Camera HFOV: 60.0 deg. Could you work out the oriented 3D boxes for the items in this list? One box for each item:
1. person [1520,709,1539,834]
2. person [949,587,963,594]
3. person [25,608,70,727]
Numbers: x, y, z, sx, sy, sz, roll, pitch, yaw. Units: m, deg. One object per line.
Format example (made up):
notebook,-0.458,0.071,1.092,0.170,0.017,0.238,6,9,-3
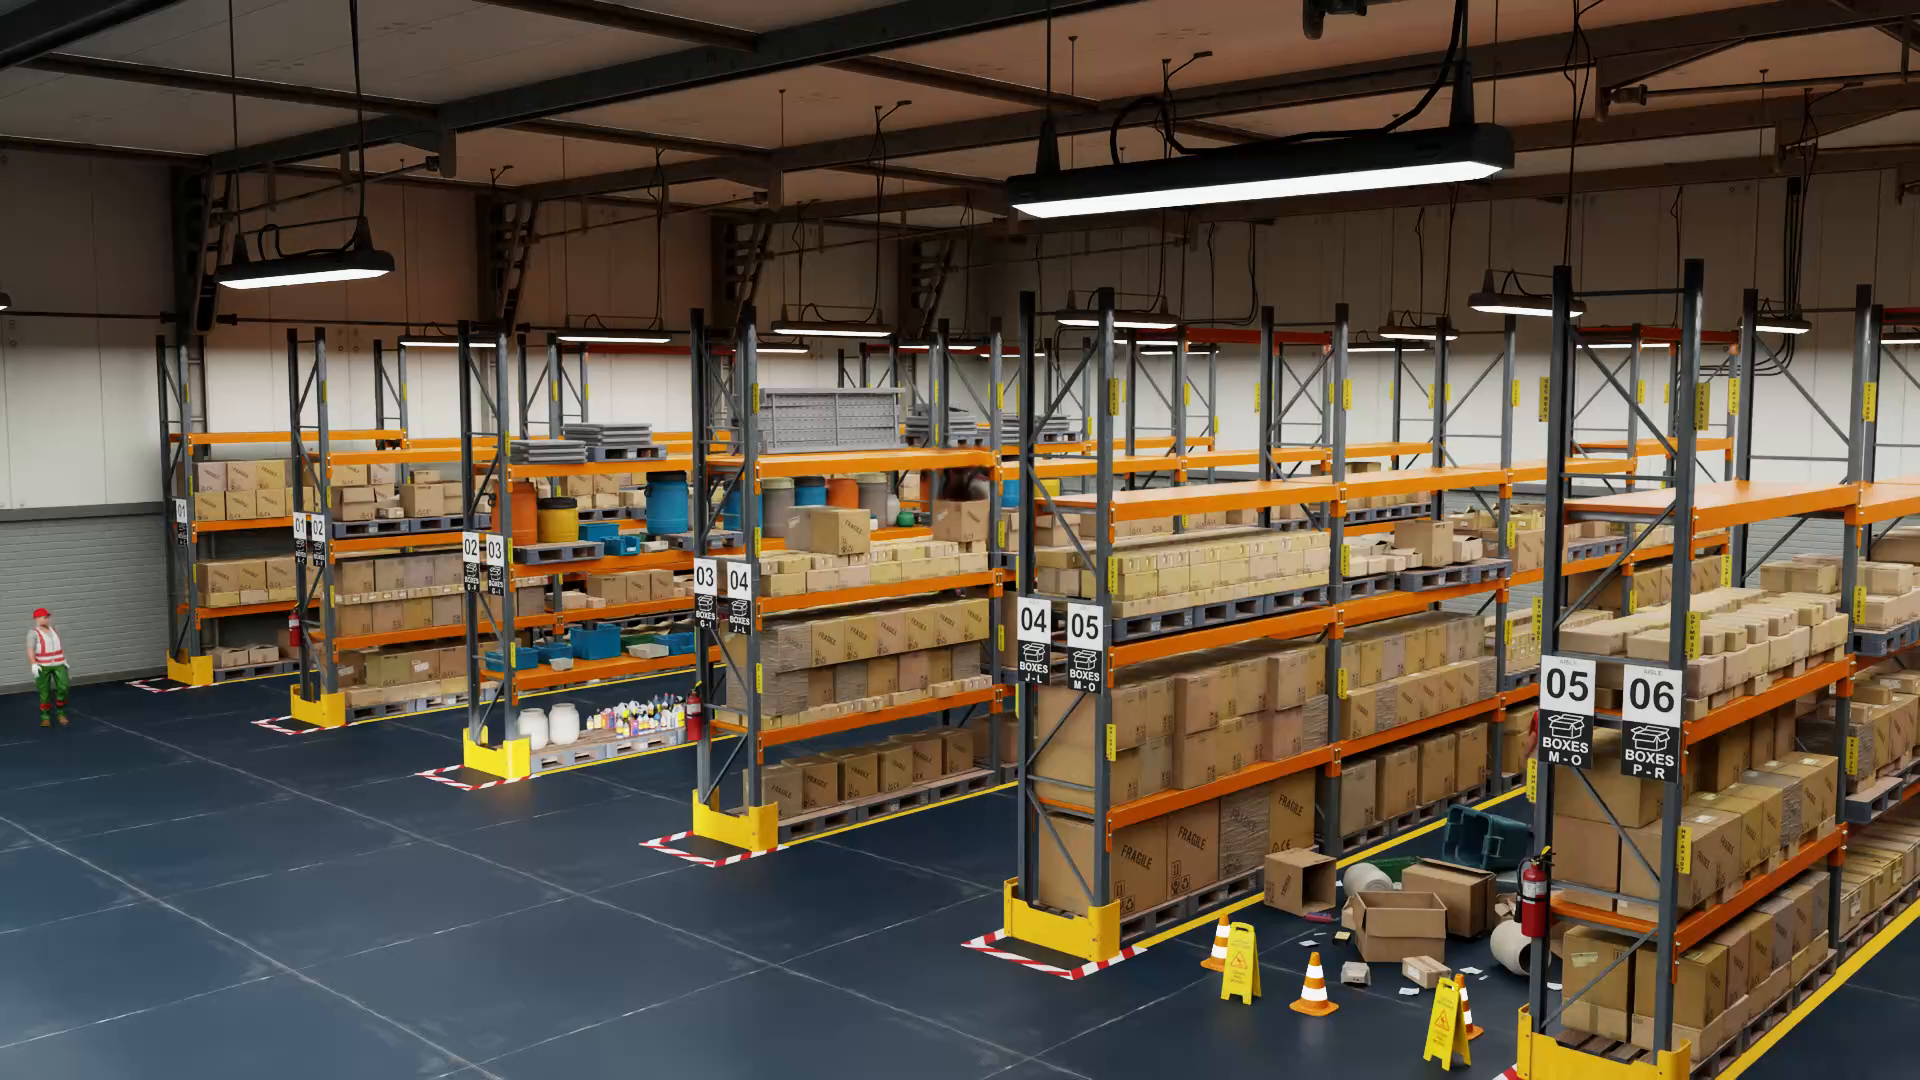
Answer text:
person,6.715,2.519,19.031,0.562,1.737,0.389,-2,6,-21
person,-0.254,1.128,33.555,0.546,1.727,1.047,5,7,41
person,-13.732,1.933,25.104,0.625,1.804,0.620,-5,7,-42
